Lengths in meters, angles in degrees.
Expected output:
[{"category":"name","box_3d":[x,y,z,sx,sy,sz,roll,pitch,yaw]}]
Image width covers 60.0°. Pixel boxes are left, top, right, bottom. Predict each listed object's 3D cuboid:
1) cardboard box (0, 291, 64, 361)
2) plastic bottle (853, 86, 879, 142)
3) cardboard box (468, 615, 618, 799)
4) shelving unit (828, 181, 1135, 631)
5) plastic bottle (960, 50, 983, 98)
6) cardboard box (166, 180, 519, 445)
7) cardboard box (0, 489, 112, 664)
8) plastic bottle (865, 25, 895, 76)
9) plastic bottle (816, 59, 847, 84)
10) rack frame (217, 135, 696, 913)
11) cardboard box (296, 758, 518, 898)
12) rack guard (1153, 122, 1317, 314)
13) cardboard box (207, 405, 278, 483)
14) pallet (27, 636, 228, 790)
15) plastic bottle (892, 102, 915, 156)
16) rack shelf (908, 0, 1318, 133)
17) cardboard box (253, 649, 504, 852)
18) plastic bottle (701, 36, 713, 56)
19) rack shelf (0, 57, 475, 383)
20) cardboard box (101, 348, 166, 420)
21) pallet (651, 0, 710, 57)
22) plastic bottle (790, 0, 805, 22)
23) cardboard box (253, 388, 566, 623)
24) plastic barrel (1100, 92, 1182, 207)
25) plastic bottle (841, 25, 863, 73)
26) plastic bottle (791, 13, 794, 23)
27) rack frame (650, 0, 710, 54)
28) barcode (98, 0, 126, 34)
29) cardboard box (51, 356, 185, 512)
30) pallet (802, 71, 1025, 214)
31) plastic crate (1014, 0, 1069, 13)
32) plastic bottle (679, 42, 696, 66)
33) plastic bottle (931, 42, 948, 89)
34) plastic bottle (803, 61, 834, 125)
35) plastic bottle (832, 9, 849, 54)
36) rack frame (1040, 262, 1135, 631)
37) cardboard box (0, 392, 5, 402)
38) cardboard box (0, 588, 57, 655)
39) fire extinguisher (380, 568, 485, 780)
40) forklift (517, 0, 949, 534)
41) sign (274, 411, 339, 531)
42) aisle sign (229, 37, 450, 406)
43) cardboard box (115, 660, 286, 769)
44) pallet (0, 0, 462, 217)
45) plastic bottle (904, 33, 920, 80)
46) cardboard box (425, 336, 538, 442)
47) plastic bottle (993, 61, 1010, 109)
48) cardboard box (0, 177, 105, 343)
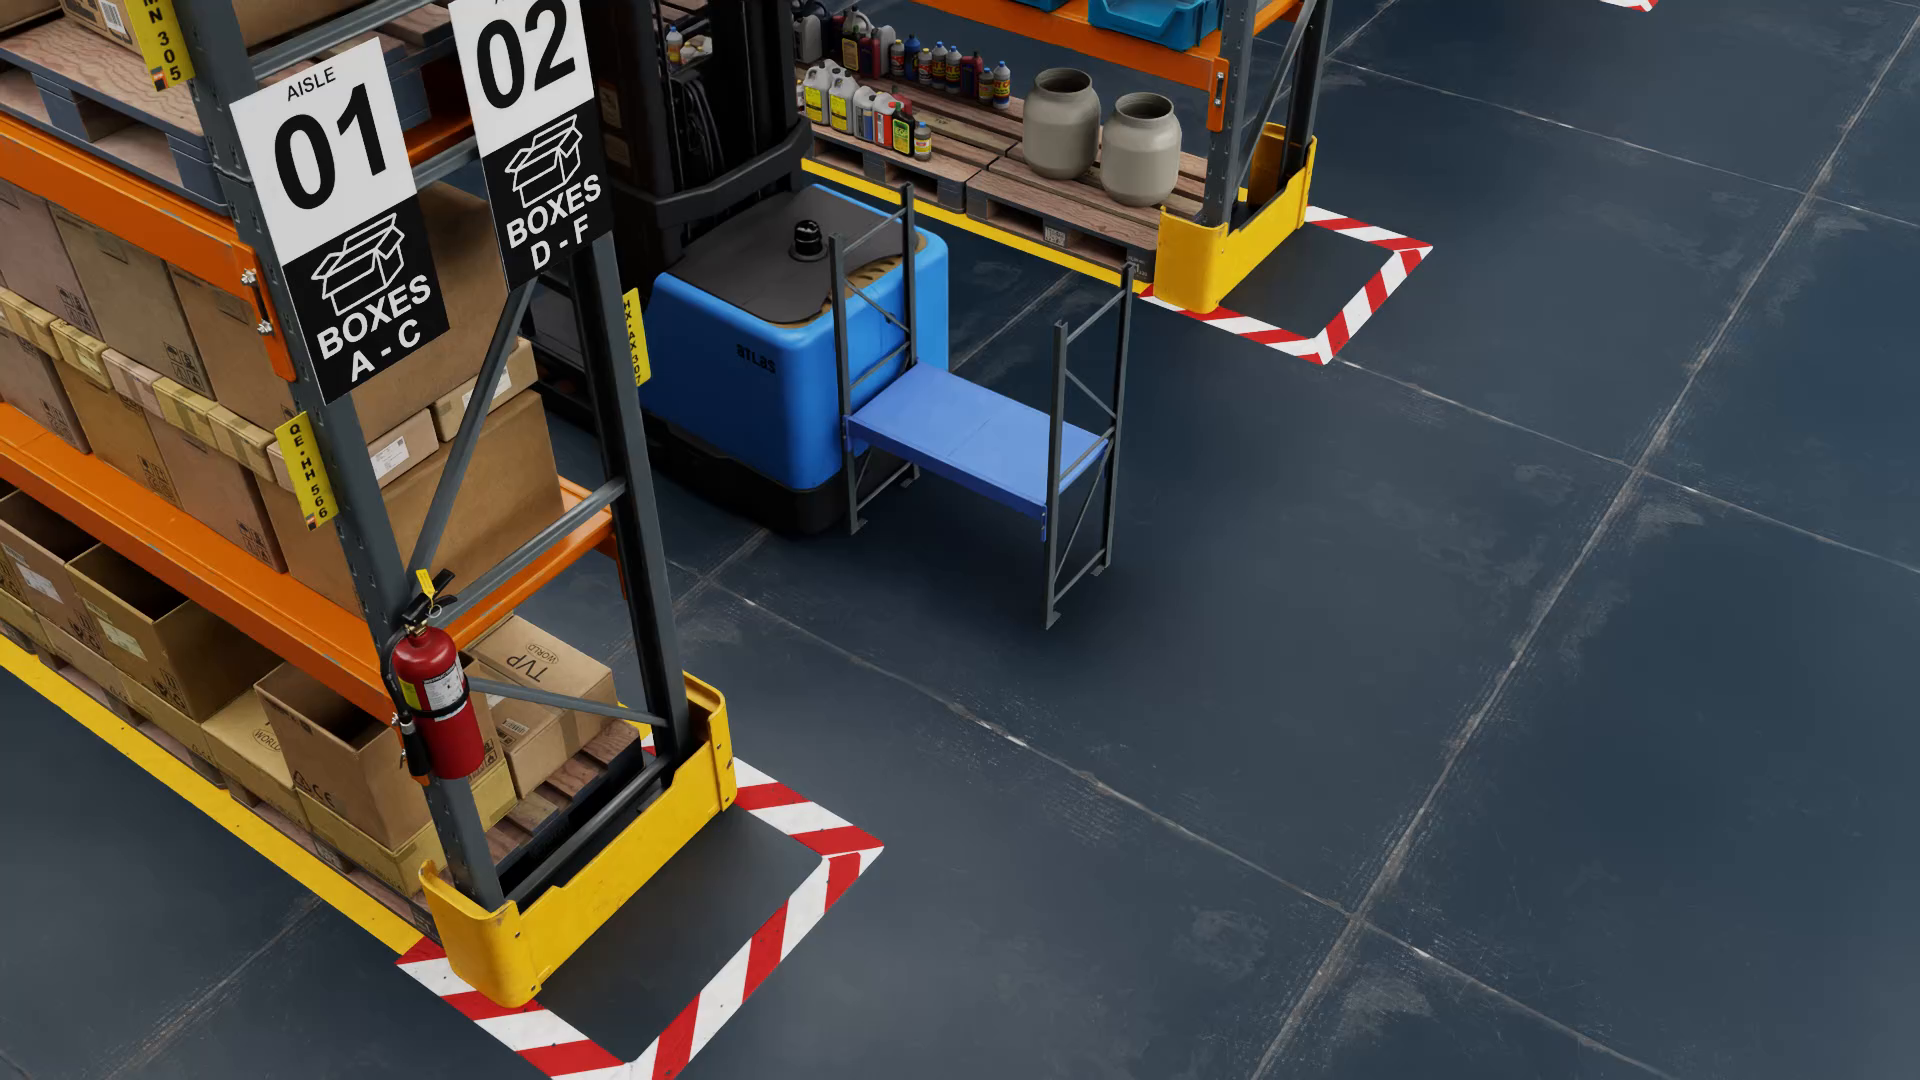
[{"category":"cardboard box","box_3d":[-2.783,-0.757,5.285,0.250,0.149,0.380,26,48,26]},{"category":"plastic bottle","box_3d":[-0.512,-2.421,9.419,0.135,0.276,0.152,24,47,24]},{"category":"cardboard box","box_3d":[-1.611,0.601,6.076,0.500,0.250,0.500,25,48,25]},{"category":"shelving unit","box_3d":[0.073,-0.524,6.711,1.048,1.500,0.538,25,48,26]},{"category":"plastic bottle","box_3d":[0.067,-2.756,9.788,0.133,0.283,0.061,26,48,26]},{"category":"cardboard box","box_3d":[-1.718,-0.667,4.698,0.500,0.500,0.700,25,48,25]},{"category":"cardboard box","box_3d":[-3.145,0.038,6.143,0.500,0.500,0.500,25,48,25]},{"category":"plastic bottle","box_3d":[-0.482,-2.973,10.036,0.135,0.276,0.152,26,48,26]},{"category":"plastic bottle","box_3d":[-0.738,-2.644,9.668,0.135,0.276,0.152,25,48,25]},{"category":"rack frame","box_3d":[-1.300,0.059,4.934,0.127,3.000,1.000,25,48,25]},{"category":"cardboard box","box_3d":[-1.908,0.884,5.760,0.500,0.250,0.500,25,48,25]},{"category":"rack guard","box_3d":[1.458,-1.715,8.792,0.348,0.500,1.175,25,48,25]},{"category":"cardboard box","box_3d":[-1.937,-0.361,4.843,0.250,0.149,0.380,26,48,26]},{"category":"pallet","box_3d":[-2.945,0.361,6.688,1.213,0.211,1.003,25,48,25]},{"category":"plastic bottle","box_3d":[-0.314,-2.294,9.271,0.133,0.283,0.061,26,48,26]},{"category":"rack shelf","box_3d":[-0.090,-3.141,9.050,4.000,0.370,1.077,25,48,25]},{"category":"cardboard box","box_3d":[-1.910,0.605,5.509,0.500,0.500,0.500,25,48,25]},{"category":"plastic bottle","box_3d":[-1.438,-2.854,9.902,0.135,0.276,0.152,27,48,27]},{"category":"rack shelf","box_3d":[-2.937,-1.556,5.030,4.000,0.370,1.077,25,48,25]},{"category":"cardboard box","box_3d":[-2.351,-0.557,5.061,0.250,0.149,0.380,26,48,26]},{"category":"pallet","box_3d":[-2.393,-3.415,10.909,1.213,0.211,1.003,25,48,25]},{"category":"plastic bottle","box_3d":[-1.035,-3.262,10.303,0.185,0.351,0.144,24,47,24]},{"category":"cardboard box","box_3d":[-1.675,-0.164,5.108,0.500,0.500,0.700,25,48,25]},{"category":"plastic barrel","box_3d":[0.965,-2.083,8.879,0.421,0.512,0.421,0,42,0]},{"category":"plastic bottle","box_3d":[-0.651,-2.974,10.032,0.133,0.283,0.061,25,48,25]},{"category":"plastic bottle","box_3d":[-1.117,-3.184,10.215,0.185,0.351,0.144,25,48,25]},{"category":"rack frame","box_3d":[-1.727,-4.175,9.666,0.127,3.000,1.000,25,48,25]},{"category":"barcode","box_3d":[-1.824,-1.127,3.575,0.075,0.075,0.001,25,48,25]},{"category":"cardboard box","box_3d":[-2.510,-0.555,5.546,0.500,0.500,0.700,25,48,26]},{"category":"pallet","box_3d":[-0.198,-2.389,9.762,1.213,0.211,1.003,25,48,25]},{"category":"plastic crate","box_3d":[0.438,-2.868,8.317,0.408,0.251,0.499,25,48,25]},{"category":"plastic bottle","box_3d":[-1.635,-2.896,10.005,0.097,0.201,0.097,0,42,0]},{"category":"plastic bottle","box_3d":[-0.120,-2.824,9.873,0.097,0.271,0.097,0,42,0]},{"category":"plastic bottle","box_3d":[-0.802,-2.581,9.542,0.185,0.351,0.144,25,47,25]},{"category":"plastic bottle","box_3d":[-0.720,-3.124,10.199,0.133,0.283,0.061,28,49,28]},{"category":"rack frame","box_3d":[0.488,-0.328,6.492,0.032,1.500,0.500,25,48,26]},{"category":"cardboard box","box_3d":[-3.364,-0.950,5.988,0.500,0.500,0.700,26,48,26]},{"category":"cardboard box","box_3d":[-3.556,0.128,6.605,0.500,0.250,0.500,25,48,25]},{"category":"fire extinguisher","box_3d":[-1.470,0.387,4.626,0.183,0.674,0.296,25,48,25]},{"category":"forklift","box_3d":[-1.502,-1.938,7.218,3.031,2.935,1.130,28,49,28]},{"category":"sign","box_3d":[-1.623,-0.169,4.144,0.005,0.325,0.100,25,48,25]},{"category":"aisle sign","box_3d":[-1.415,-0.724,3.860,0.004,0.787,0.394,25,48,25]},{"category":"cardboard box","box_3d":[-2.735,0.508,6.180,0.500,0.250,0.500,25,48,25]},{"category":"pallet","box_3d":[-1.864,-1.310,4.282,1.213,0.211,1.003,25,48,25]},{"category":"plastic bottle","box_3d":[-0.286,-2.902,9.960,0.097,0.271,0.097,0,42,0]},{"category":"cardboard box","box_3d":[-1.497,-0.487,4.984,0.250,0.149,0.380,25,47,25]},{"category":"plastic bottle","box_3d":[0.242,-2.655,9.684,0.097,0.271,0.097,0,42,0]},{"category":"cardboard box","box_3d":[-2.565,-1.058,5.135,0.500,0.500,0.700,25,48,25]}]
